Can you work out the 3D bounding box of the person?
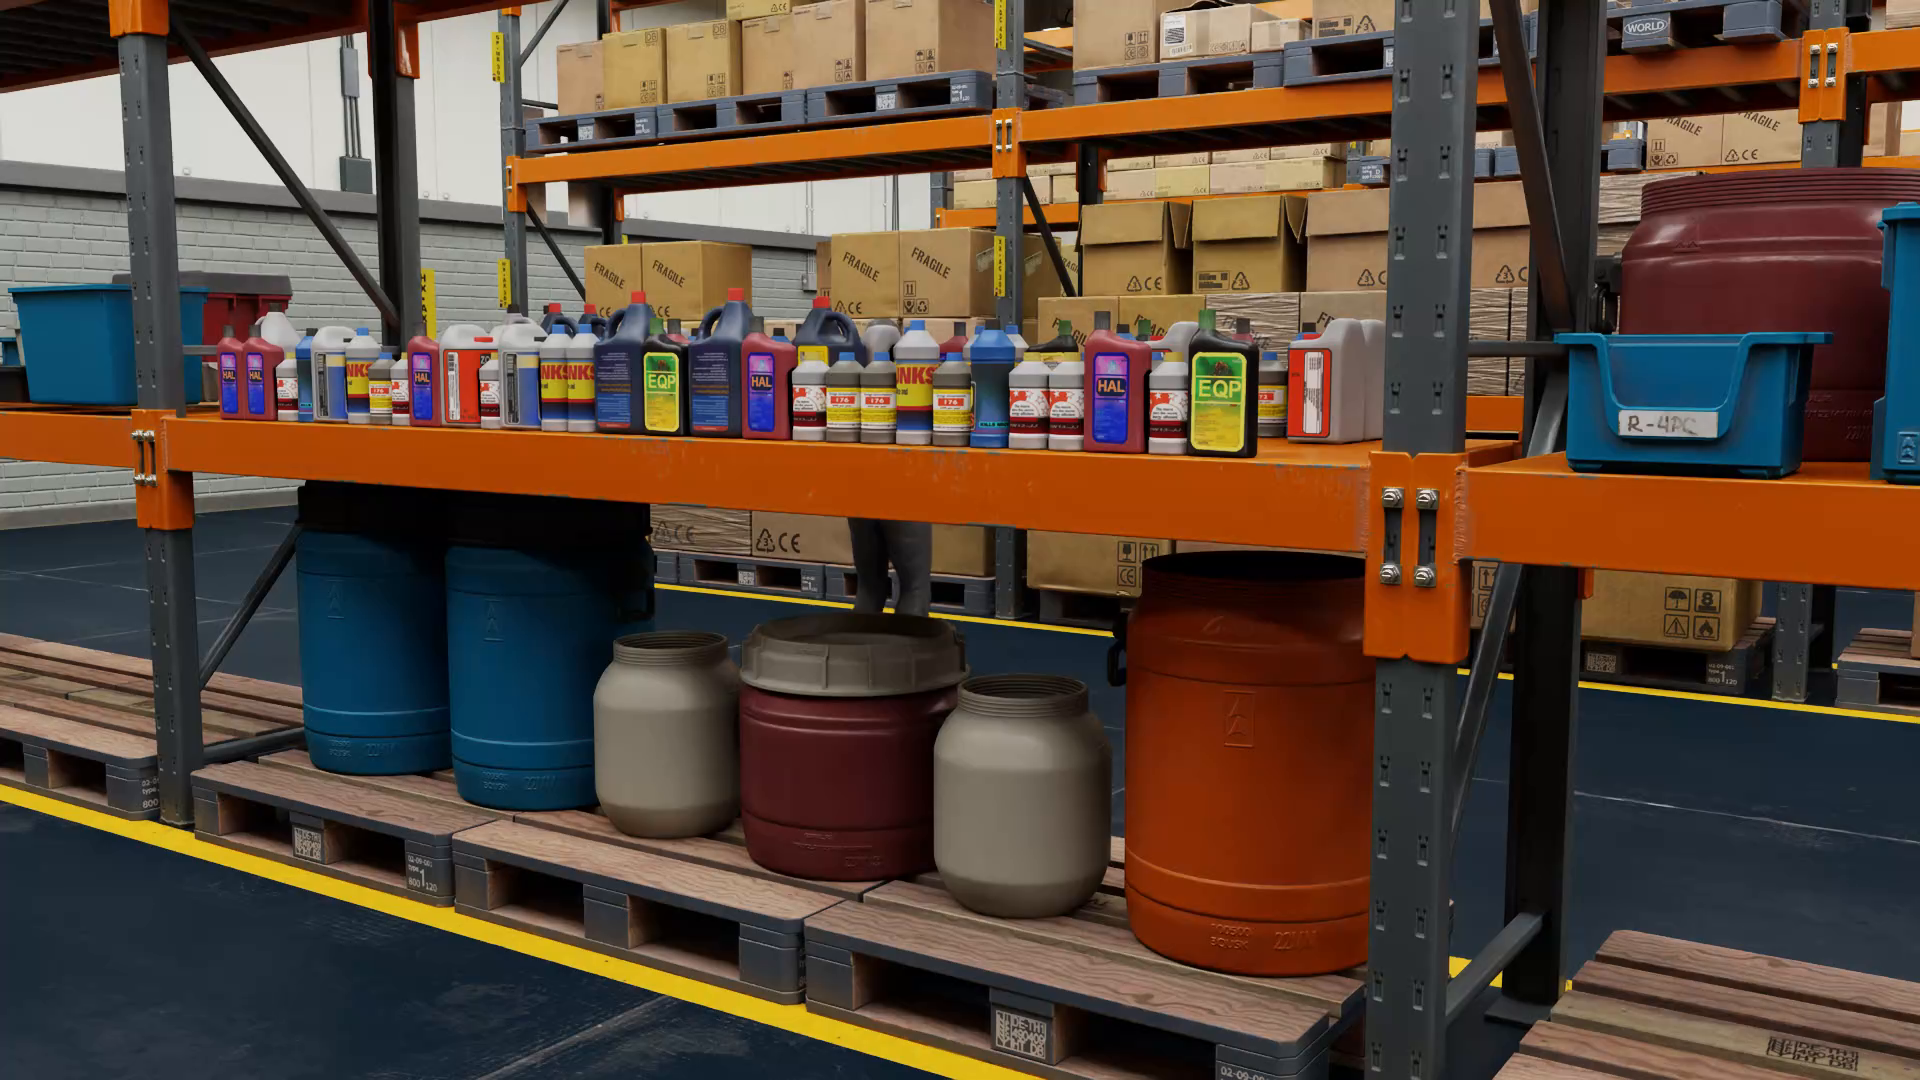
[{"bbox_3d":[-0.253,-0.132,7.243,0.441,1.656,0.503,4,8,33],"label":"person"}]
